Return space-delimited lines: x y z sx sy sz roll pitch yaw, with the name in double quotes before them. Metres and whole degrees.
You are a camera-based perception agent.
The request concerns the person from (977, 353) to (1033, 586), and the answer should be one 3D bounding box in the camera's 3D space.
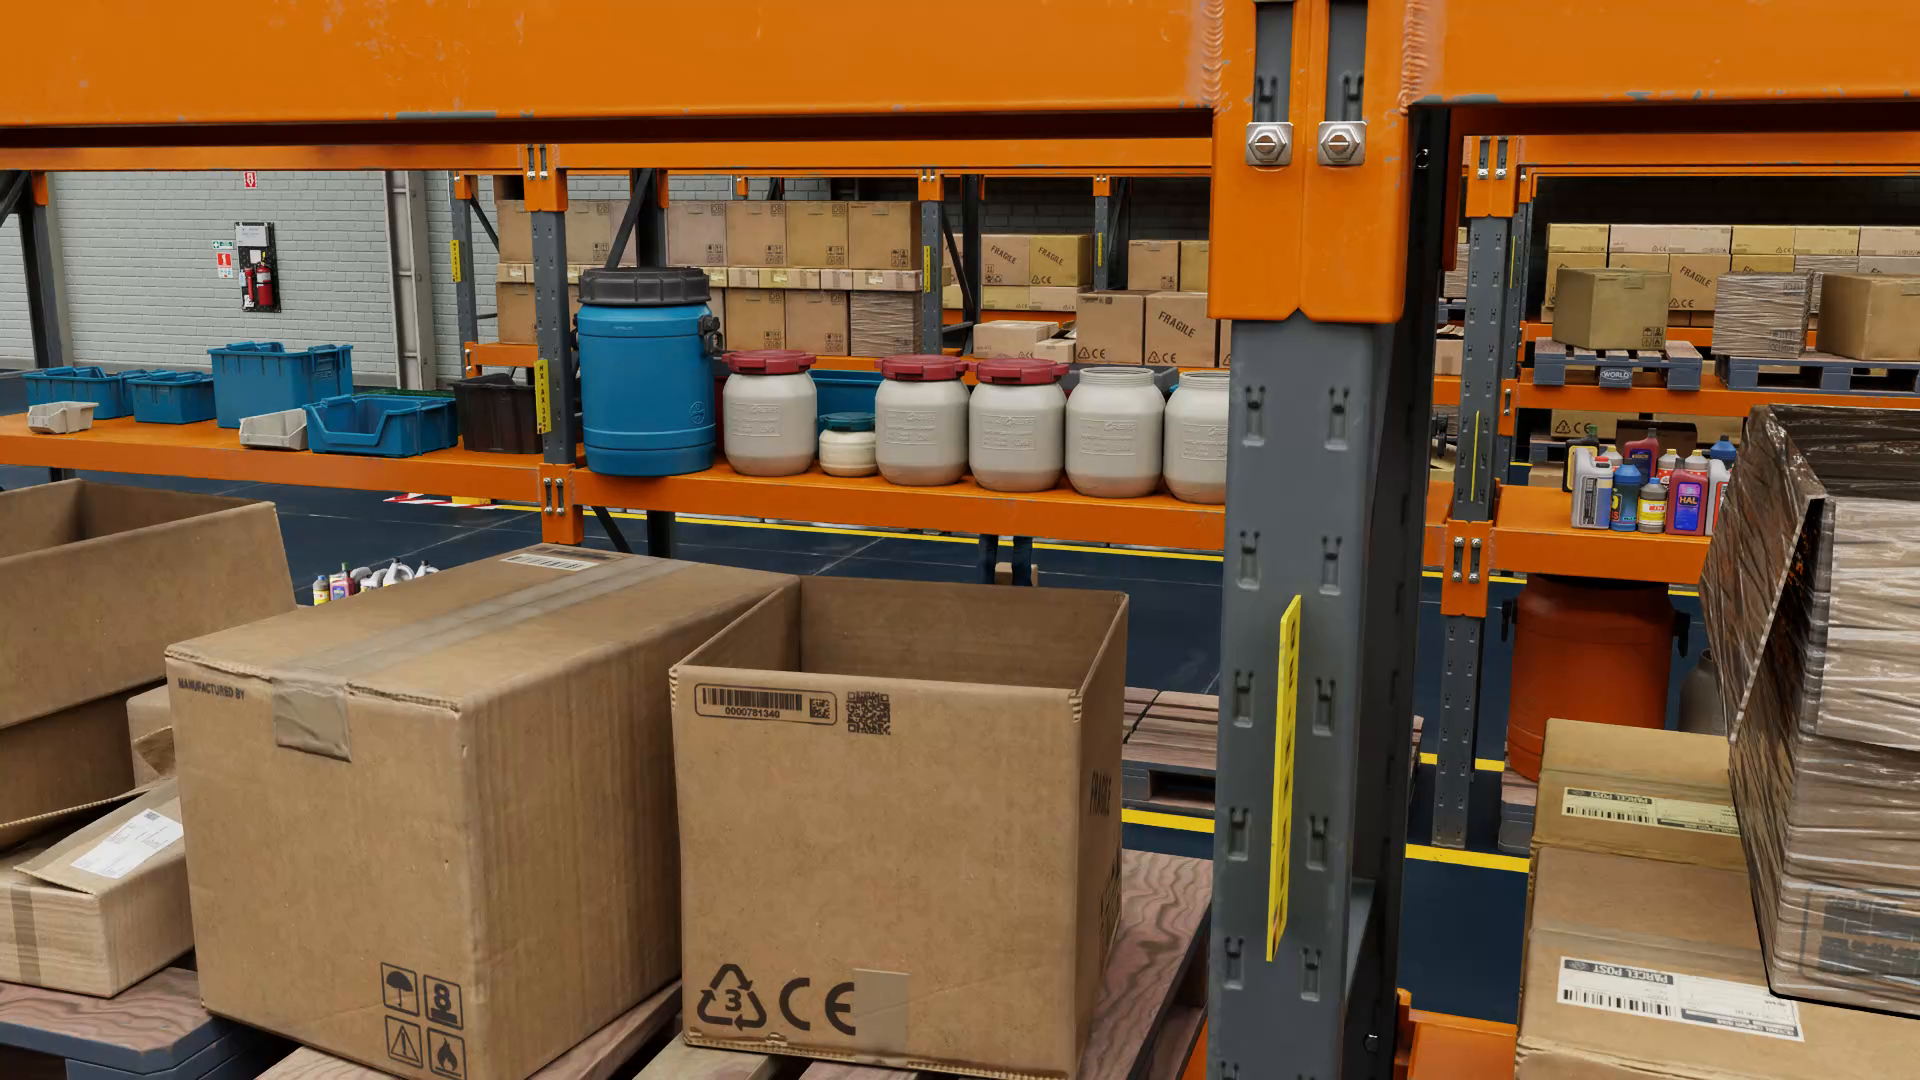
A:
"person" 0.258 -0.313 9.950 0.475 1.592 0.346 3 13 15
